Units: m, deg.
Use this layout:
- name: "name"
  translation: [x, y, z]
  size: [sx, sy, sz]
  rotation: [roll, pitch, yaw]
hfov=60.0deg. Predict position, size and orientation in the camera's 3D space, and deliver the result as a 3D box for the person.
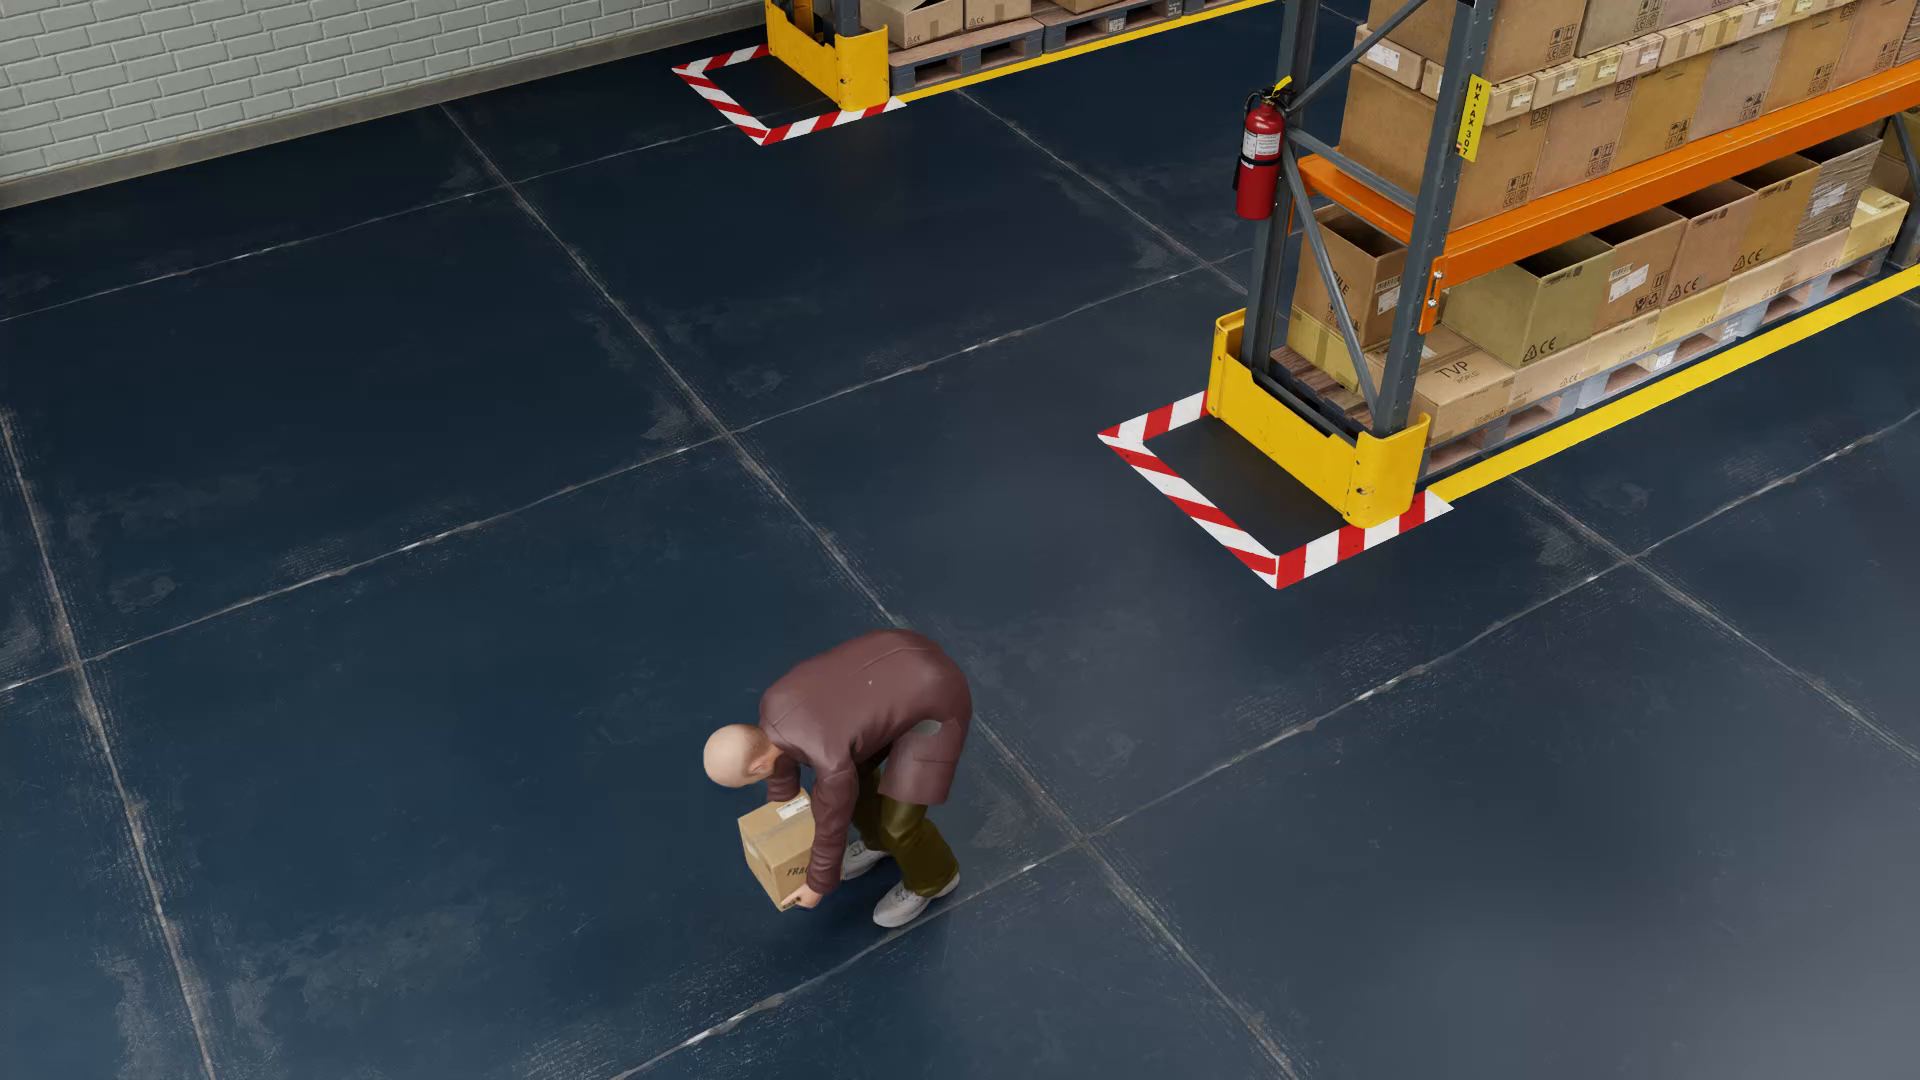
- name: "person"
  translation: [-0.396, 0.871, 5.634]
  size: [0.948, 1.140, 0.564]
  rotation: [-24, 46, -26]
